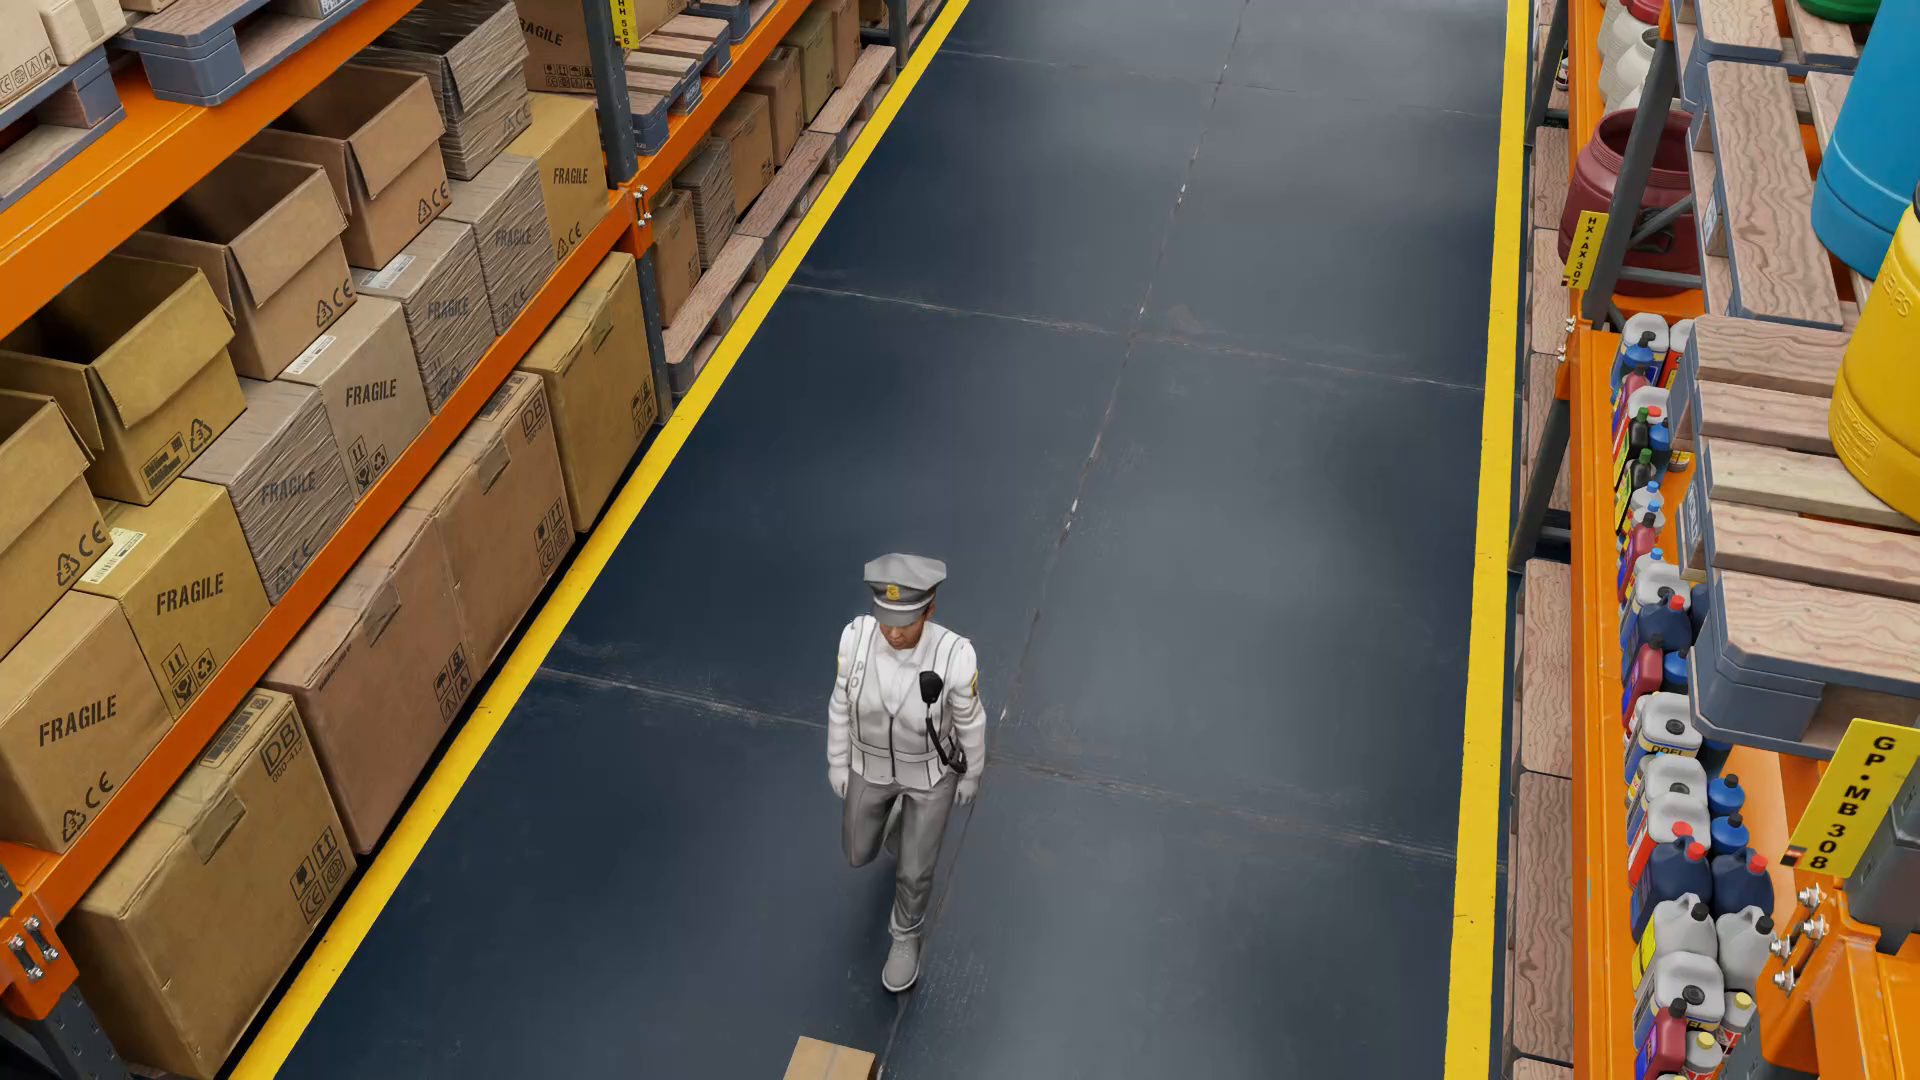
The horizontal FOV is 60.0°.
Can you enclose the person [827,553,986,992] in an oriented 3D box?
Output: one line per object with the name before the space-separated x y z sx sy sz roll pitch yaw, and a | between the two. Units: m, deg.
person | -0.170 0.700 5.323 0.501 1.664 0.656 9 42 10
